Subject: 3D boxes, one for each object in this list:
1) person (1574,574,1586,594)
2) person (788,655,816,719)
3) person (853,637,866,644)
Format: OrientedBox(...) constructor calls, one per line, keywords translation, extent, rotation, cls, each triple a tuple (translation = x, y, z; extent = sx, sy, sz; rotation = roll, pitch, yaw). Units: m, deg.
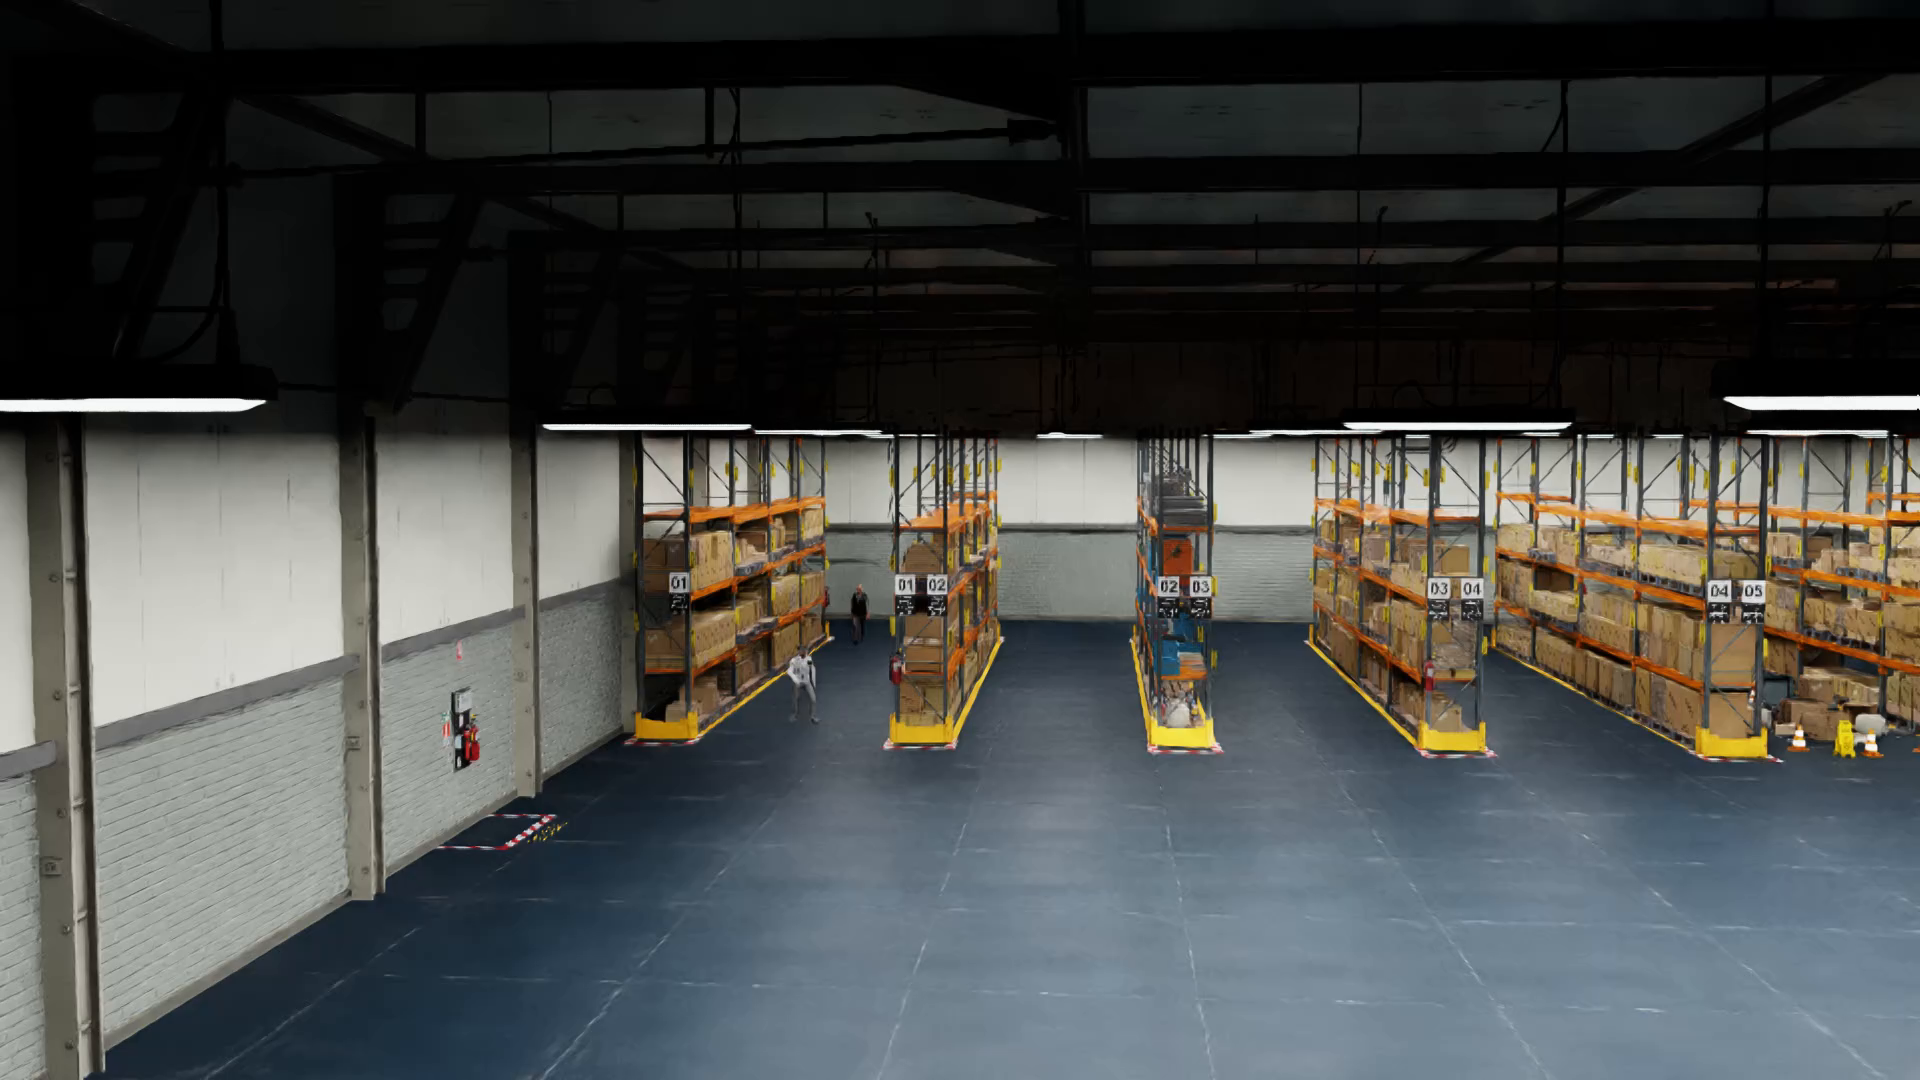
OrientedBox(translation=(18.415, 1.548, 49.627), extent=(0.415, 1.039, 0.551), rotation=(-1, 4, -23), cls="person")
OrientedBox(translation=(-3.219, 2.951, 33.741), extent=(0.598, 1.318, 0.670), rotation=(-1, 4, -14), cls="person")
OrientedBox(translation=(-2.833, 2.798, 46.852), extent=(0.286, 0.227, 1.014), rotation=(0, 3, 4), cls="person")
